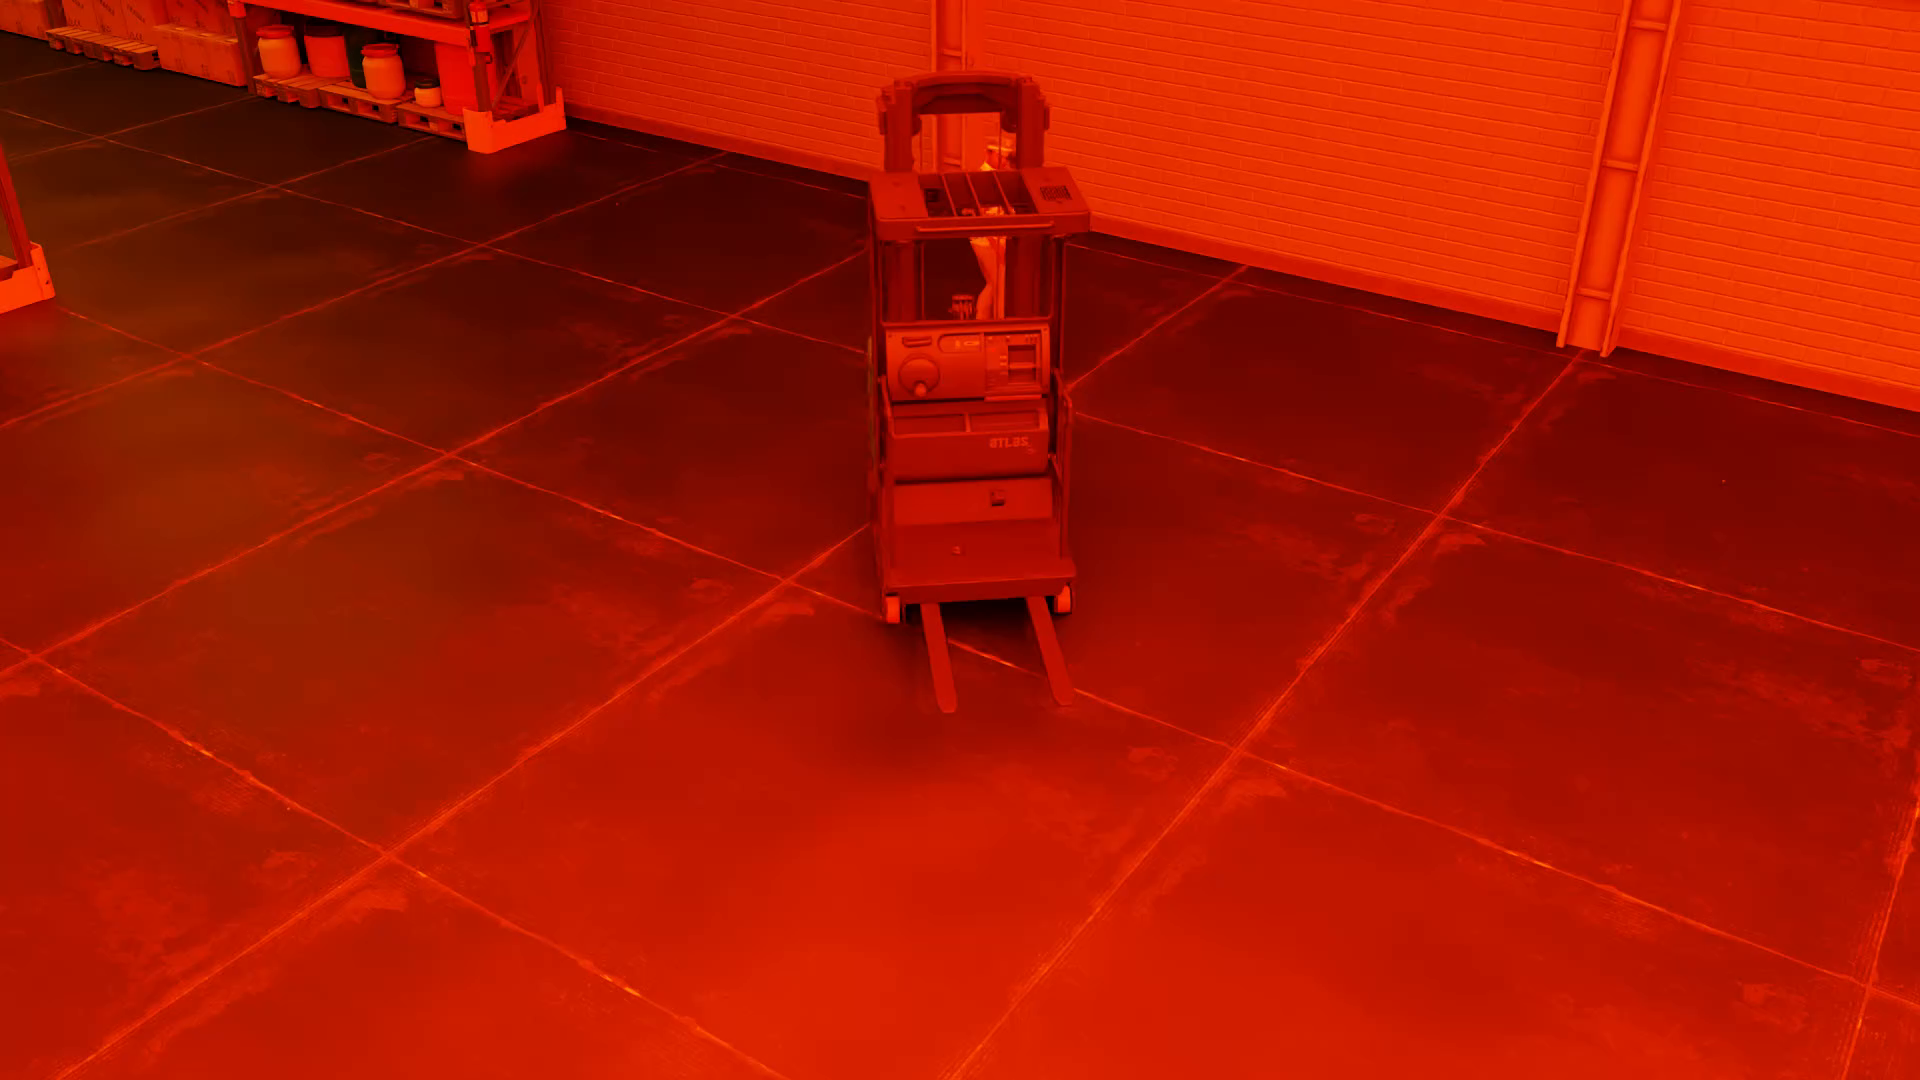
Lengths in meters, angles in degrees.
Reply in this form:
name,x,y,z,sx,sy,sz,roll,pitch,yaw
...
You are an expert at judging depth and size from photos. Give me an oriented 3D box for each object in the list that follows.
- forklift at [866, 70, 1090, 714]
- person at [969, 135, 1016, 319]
name,x,y,z,sx,sy,sz,roll,pitch,yaw
forklift,0.073,-0.963,9.239,1.130,2.935,3.031,-3,30,-6
person,0.307,-2.289,12.799,0.482,1.656,0.663,-3,30,-4
